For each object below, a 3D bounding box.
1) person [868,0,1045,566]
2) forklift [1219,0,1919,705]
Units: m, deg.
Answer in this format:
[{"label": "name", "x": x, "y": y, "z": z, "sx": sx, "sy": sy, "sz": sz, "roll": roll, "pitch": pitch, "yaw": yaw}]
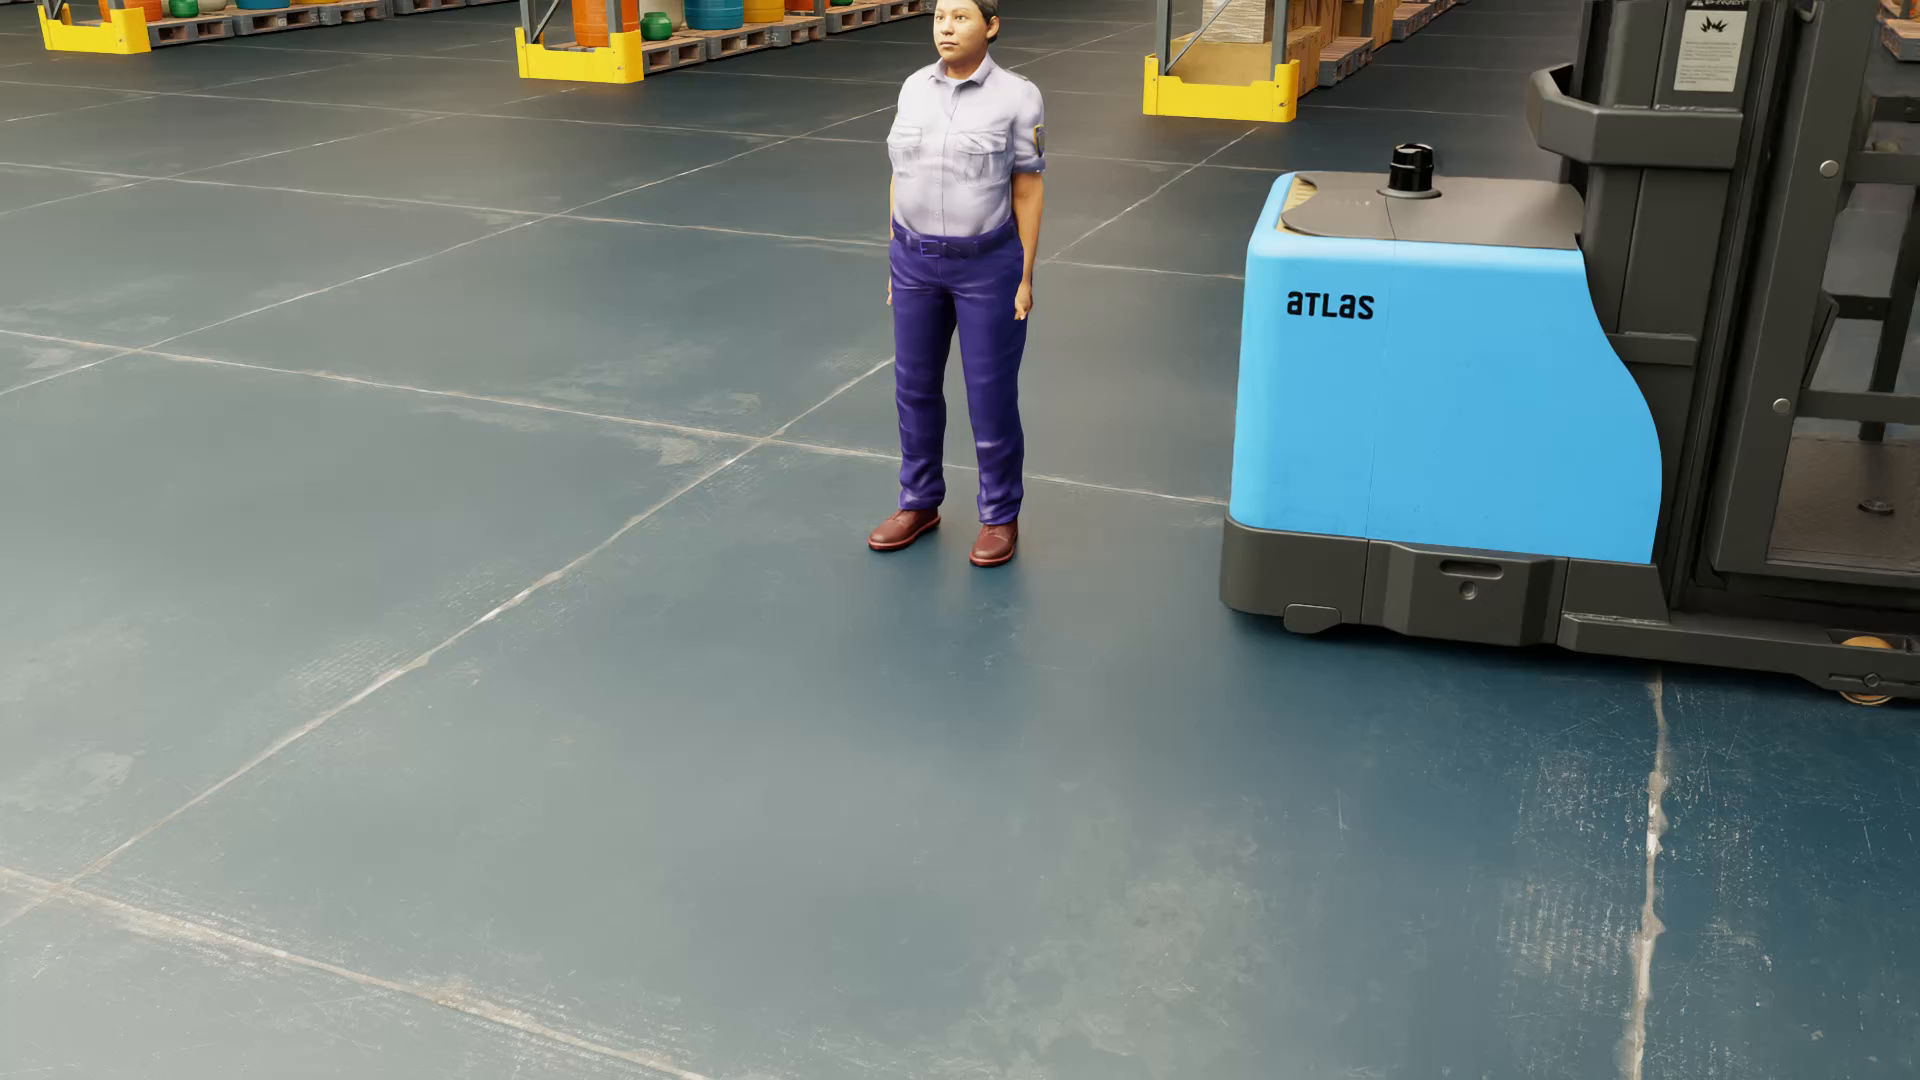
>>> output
[{"label": "person", "x": -0.011, "y": -0.750, "z": 4.778, "sx": 0.476, "sy": 1.638, "sz": 0.361, "roll": 9, "pitch": 24, "yaw": 21}, {"label": "forklift", "x": 2.282, "y": -1.152, "z": 4.049, "sx": 3.031, "sy": 2.935, "sz": 1.130, "roll": 6, "pitch": 23, "yaw": 13}]
